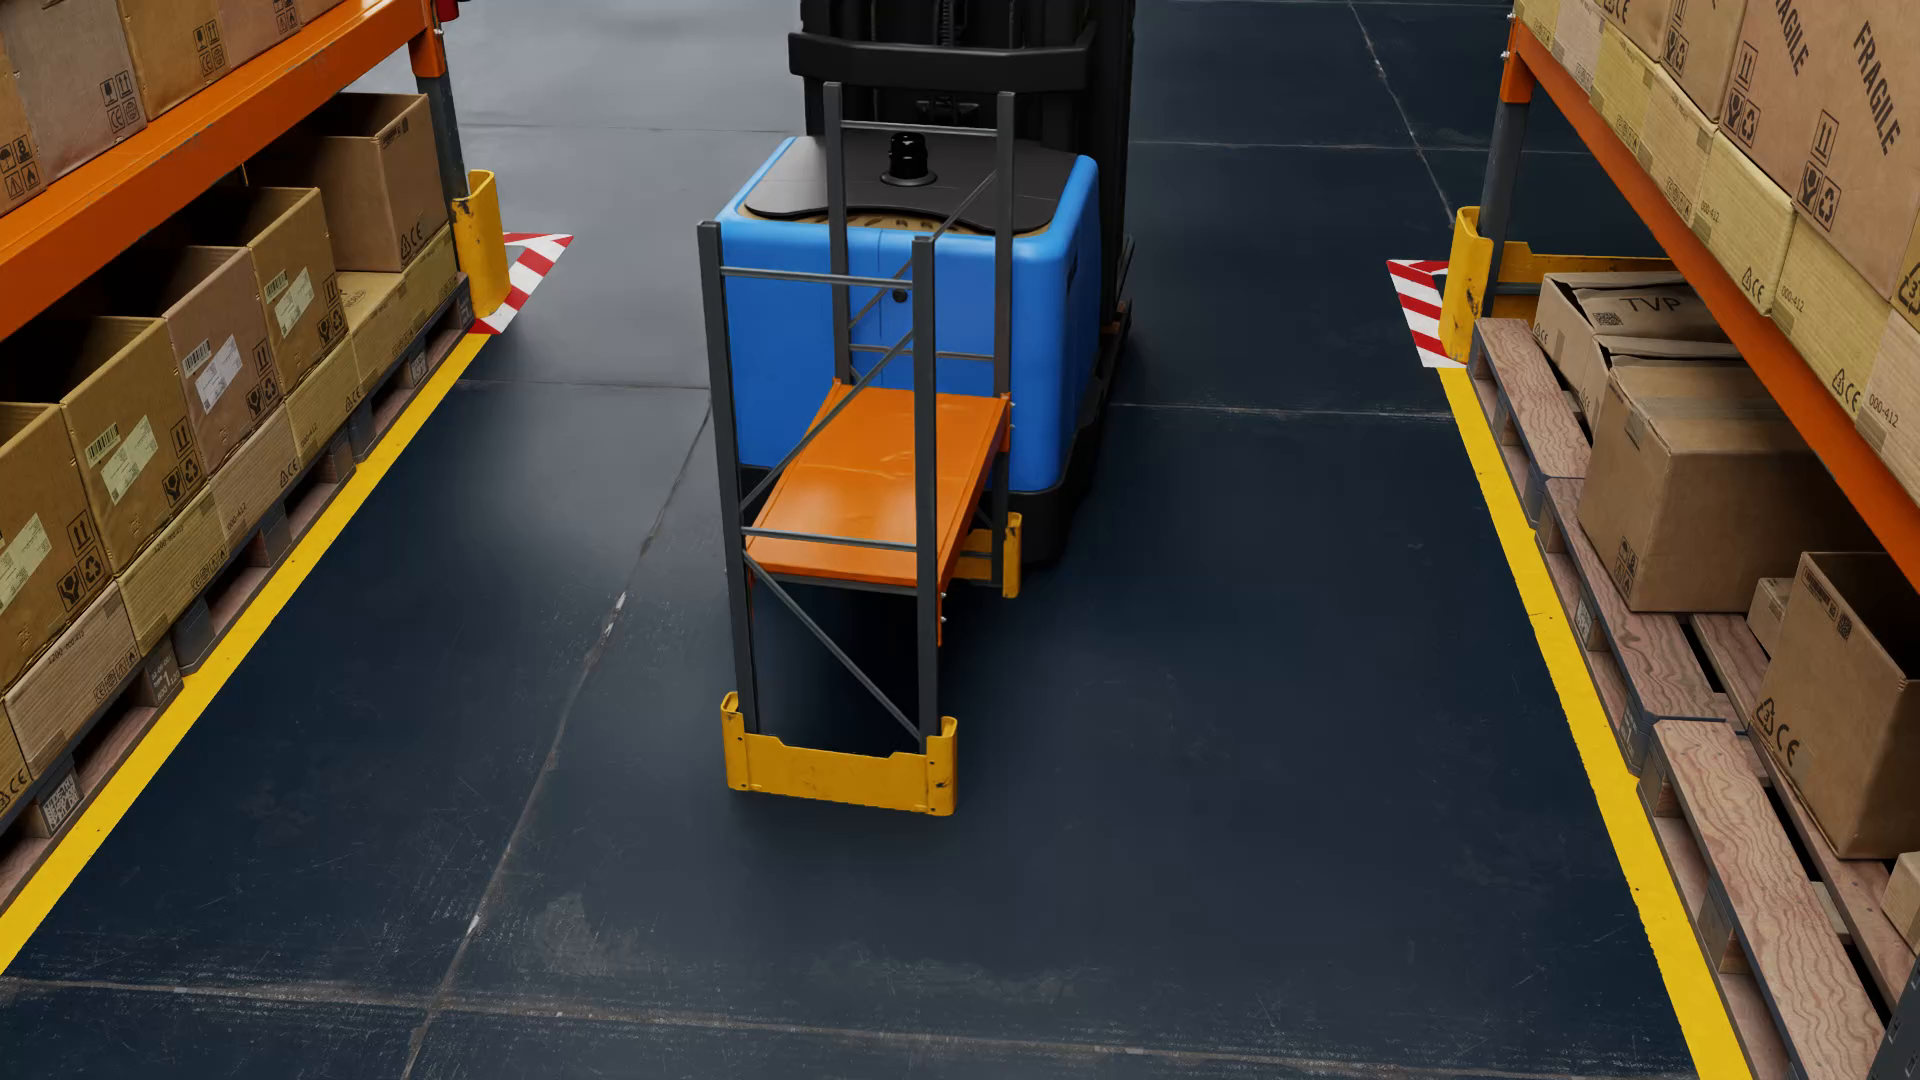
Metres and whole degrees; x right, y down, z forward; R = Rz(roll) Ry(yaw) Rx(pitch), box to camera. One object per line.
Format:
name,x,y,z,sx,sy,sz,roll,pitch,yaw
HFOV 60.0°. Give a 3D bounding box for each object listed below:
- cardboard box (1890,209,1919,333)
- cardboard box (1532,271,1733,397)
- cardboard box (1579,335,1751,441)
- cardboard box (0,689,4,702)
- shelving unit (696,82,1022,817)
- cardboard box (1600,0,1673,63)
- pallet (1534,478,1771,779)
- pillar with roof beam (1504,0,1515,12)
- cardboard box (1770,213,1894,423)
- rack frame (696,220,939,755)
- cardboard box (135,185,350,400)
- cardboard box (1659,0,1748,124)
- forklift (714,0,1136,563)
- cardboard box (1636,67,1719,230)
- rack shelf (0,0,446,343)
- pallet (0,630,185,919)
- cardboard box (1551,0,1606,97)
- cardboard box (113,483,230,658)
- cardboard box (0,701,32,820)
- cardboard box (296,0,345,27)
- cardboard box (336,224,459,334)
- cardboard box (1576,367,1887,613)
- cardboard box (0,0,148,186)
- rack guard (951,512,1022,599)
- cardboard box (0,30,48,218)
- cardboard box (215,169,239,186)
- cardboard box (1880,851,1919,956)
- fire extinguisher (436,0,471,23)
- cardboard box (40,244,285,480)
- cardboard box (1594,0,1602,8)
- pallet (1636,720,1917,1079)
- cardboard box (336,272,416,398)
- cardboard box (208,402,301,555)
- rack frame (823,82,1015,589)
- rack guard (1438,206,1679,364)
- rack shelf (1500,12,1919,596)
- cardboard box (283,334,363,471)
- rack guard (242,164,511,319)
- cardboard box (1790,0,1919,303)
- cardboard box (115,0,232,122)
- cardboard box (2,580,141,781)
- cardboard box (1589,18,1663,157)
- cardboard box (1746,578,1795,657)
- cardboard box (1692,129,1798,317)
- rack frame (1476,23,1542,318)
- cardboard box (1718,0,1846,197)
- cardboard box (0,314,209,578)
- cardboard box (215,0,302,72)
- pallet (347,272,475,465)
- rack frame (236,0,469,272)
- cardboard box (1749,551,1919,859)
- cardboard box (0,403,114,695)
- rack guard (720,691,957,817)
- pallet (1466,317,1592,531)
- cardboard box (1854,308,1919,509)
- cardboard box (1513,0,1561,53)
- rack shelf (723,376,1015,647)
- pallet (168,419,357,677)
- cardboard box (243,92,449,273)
cardboard box,1.878,-0.490,2.596,0.500,0.500,0.500,2,32,4
cardboard box,2.327,-0.742,5.739,0.500,0.311,0.500,-1,32,-2
cardboard box,2.281,-0.444,5.255,0.500,0.311,0.500,5,32,8
cardboard box,-2.440,0.268,3.462,0.500,0.500,0.500,2,32,4
shelving unit,-0.205,-0.255,4.235,0.587,1.500,1.083,6,32,9
cardboard box,2.036,-1.557,4.326,0.500,0.500,0.500,1,32,2
pallet,2.264,0.229,4.677,1.003,0.211,1.213,2,32,4
pillar with roof beam,-0.524,-7.530,8.891,9.100,9.000,0.400,2,32,4
cardboard box,1.933,-0.431,3.215,0.500,0.250,0.500,3,32,4
rack frame,-0.299,0.002,3.817,0.500,1.500,0.032,6,32,9
cardboard box,-2.278,-0.778,5.159,0.500,0.500,0.500,2,32,4
cardboard box,2.006,-1.286,3.887,0.500,0.500,0.500,3,32,6
forklift,0.062,-1.940,5.604,1.130,2.935,3.031,6,32,9
cardboard box,1.998,-0.958,4.069,0.500,0.250,0.500,3,32,4
rack shelf,-2.627,-0.915,4.562,1.077,0.370,4.000,2,32,4
pallet,-2.684,0.597,4.079,1.003,0.211,1.213,2,32,4
cardboard box,2.089,-1.488,4.930,0.500,0.250,0.500,2,32,2
cardboard box,-2.358,0.064,4.507,0.500,0.250,0.500,2,32,4
cardboard box,-2.450,0.587,3.659,0.500,0.250,0.500,2,32,4
cardboard box,-2.515,-2.066,5.648,0.700,0.500,0.500,2,32,4
cardboard box,-2.214,-0.982,6.205,0.500,0.250,0.500,2,32,4
cardboard box,2.171,-0.143,4.586,0.700,0.500,0.500,1,32,1
cardboard box,-2.638,-1.257,4.335,0.700,0.500,0.500,3,32,5
rack guard,-0.110,0.020,4.979,0.587,0.250,0.087,6,32,9
cardboard box,-2.679,-0.989,3.900,0.700,0.500,0.500,3,32,5
cardboard box,-2.769,-1.062,5.620,0.500,0.500,0.500,2,32,4
cardboard box,2.161,0.772,3.420,0.380,0.166,0.250,-2,32,-2
fire extinguisher,-1.992,-2.276,6.158,0.296,0.674,0.183,2,32,4
cardboard box,-2.320,-0.517,4.735,0.500,0.500,0.500,2,32,4
cardboard box,2.085,-1.827,4.764,0.500,0.500,0.500,3,32,4
pallet,2.167,0.869,3.639,1.003,0.211,1.213,2,32,4
cardboard box,-2.242,-0.720,5.780,0.500,0.250,0.500,2,32,4
cardboard box,-2.324,-0.197,4.932,0.500,0.250,0.500,2,32,4
rack frame,-0.107,-0.522,4.667,0.500,1.500,0.032,6,32,9
rack guard,2.467,-0.954,6.321,1.175,0.500,0.348,2,32,4
rack shelf,2.310,-0.705,4.221,1.077,0.370,4.000,2,32,4
cardboard box,-2.281,-0.459,5.356,0.500,0.250,0.500,2,32,4
rack guard,-2.462,-1.216,6.746,1.175,0.500,0.348,2,32,4
cardboard box,1.913,-0.751,3.019,0.500,0.500,0.500,2,32,4
cardboard box,-2.599,-1.532,4.781,0.700,0.500,0.500,3,32,4
cardboard box,-2.404,0.325,4.083,0.500,0.250,0.500,2,32,4
cardboard box,2.042,-1.222,4.498,0.500,0.250,0.500,2,32,3
cardboard box,2.298,0.225,4.324,0.380,0.149,0.250,0,32,0
cardboard box,1.958,-0.695,3.643,0.500,0.250,0.500,2,32,4
rack frame,2.473,-2.058,5.730,1.000,3.000,0.127,2,32,4
cardboard box,1.964,-1.014,3.446,0.500,0.500,0.500,2,32,3
cardboard box,-2.359,-0.255,4.311,0.500,0.500,0.500,2,32,4
cardboard box,-2.553,-1.791,5.202,0.700,0.500,0.500,3,32,5
pallet,-2.485,-0.678,6.150,1.003,0.211,1.213,2,32,4
rack frame,-2.464,-2.267,6.070,1.000,3.000,0.127,2,32,4
cardboard box,2.192,0.367,3.759,0.500,0.500,0.500,0,32,0
cardboard box,-2.407,0.006,3.887,0.500,0.500,0.500,2,32,4
rack guard,-0.299,0.533,4.146,0.587,0.250,0.087,6,32,9
pallet,2.366,-0.407,5.710,1.003,0.211,1.213,2,32,4
cardboard box,1.884,-0.171,2.793,0.500,0.250,0.500,3,32,4
cardboard box,2.117,-1.761,5.372,0.500,0.250,0.500,2,32,3
rack shelf,-0.203,-0.107,4.337,0.538,0.185,1.000,6,32,9
pallet,-2.587,-0.042,5.117,1.003,0.211,1.213,2,32,4
cardboard box,-2.211,-1.301,6.009,0.500,0.500,0.500,2,32,4
